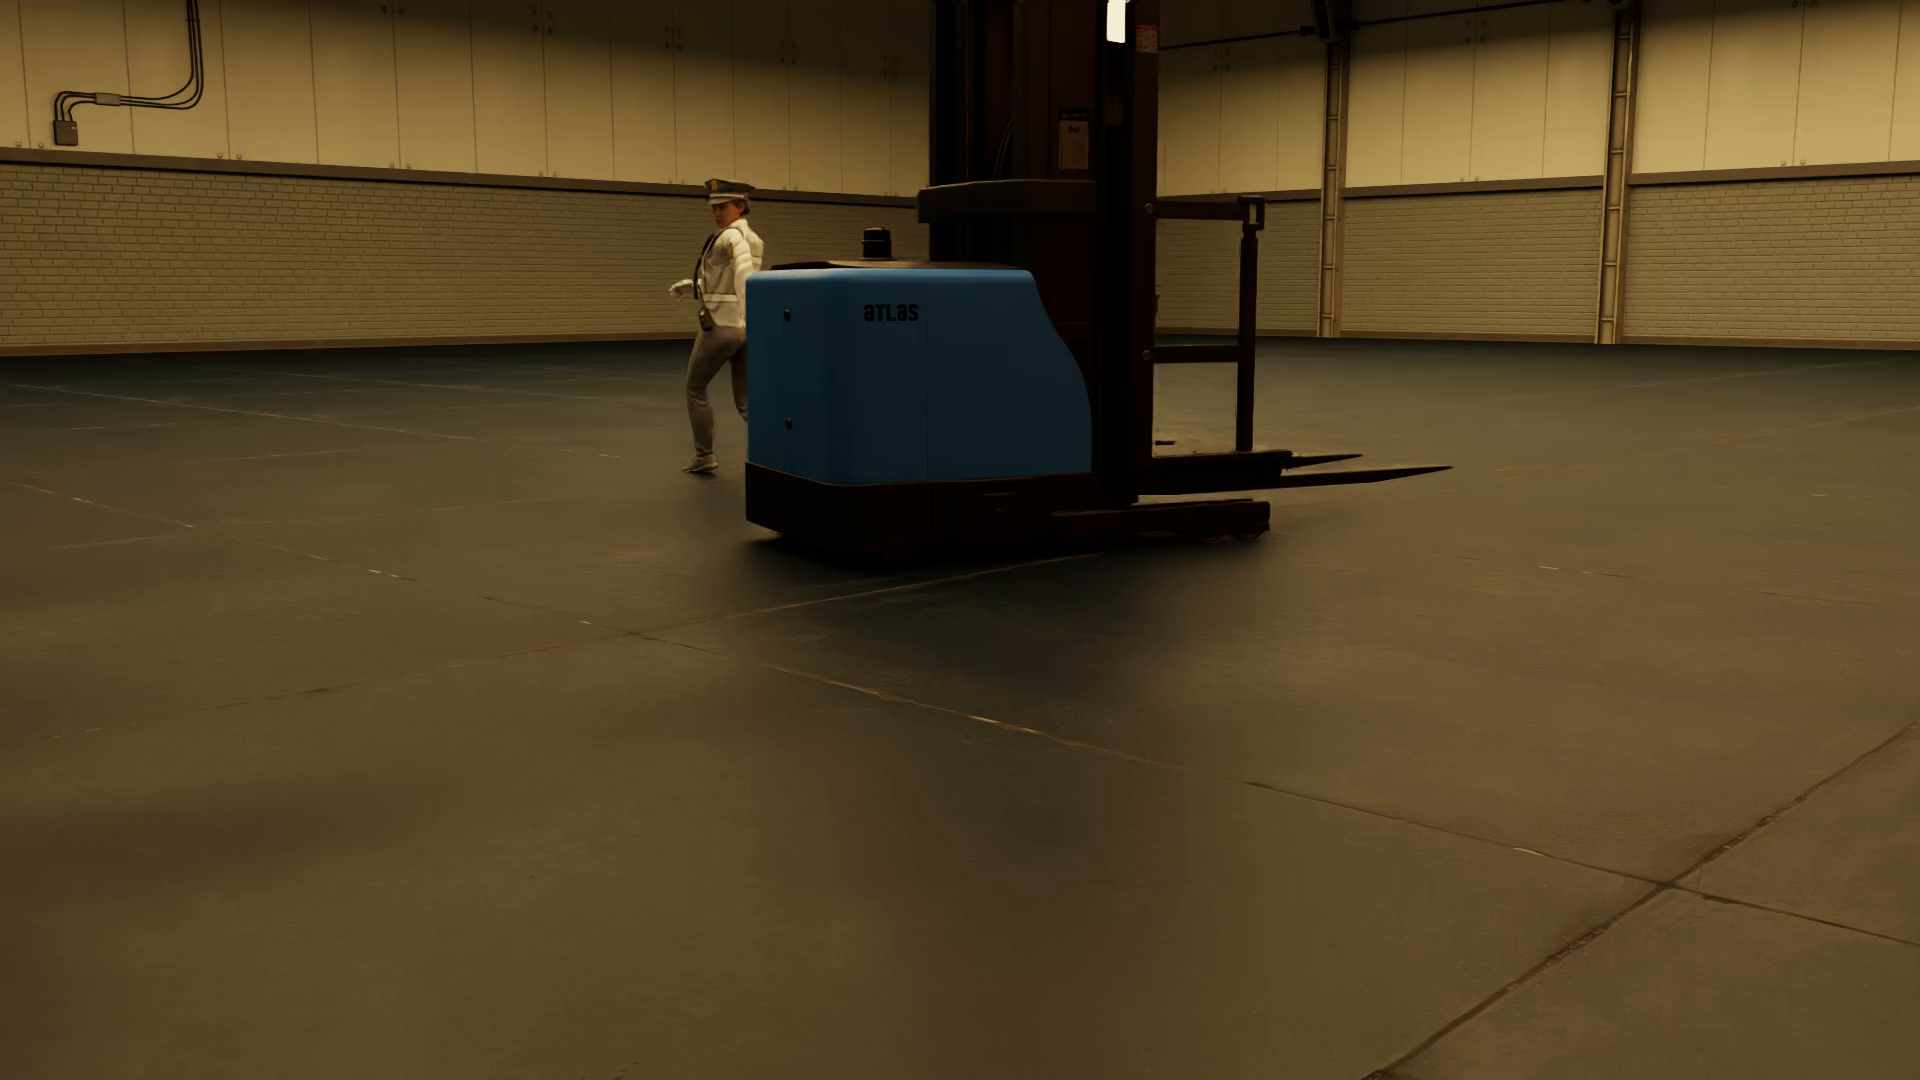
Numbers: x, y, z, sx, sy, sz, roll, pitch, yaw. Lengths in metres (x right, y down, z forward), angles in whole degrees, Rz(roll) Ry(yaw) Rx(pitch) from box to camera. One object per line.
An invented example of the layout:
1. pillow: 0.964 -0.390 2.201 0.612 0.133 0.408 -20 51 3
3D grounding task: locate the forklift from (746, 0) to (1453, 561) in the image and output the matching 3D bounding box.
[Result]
1. forklift: 0.685 -1.499 6.826 3.031 2.935 1.130 -4 10 -26

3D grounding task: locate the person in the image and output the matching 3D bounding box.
1. person: -1.241 -1.115 8.924 0.897 1.611 0.506 7 11 38
